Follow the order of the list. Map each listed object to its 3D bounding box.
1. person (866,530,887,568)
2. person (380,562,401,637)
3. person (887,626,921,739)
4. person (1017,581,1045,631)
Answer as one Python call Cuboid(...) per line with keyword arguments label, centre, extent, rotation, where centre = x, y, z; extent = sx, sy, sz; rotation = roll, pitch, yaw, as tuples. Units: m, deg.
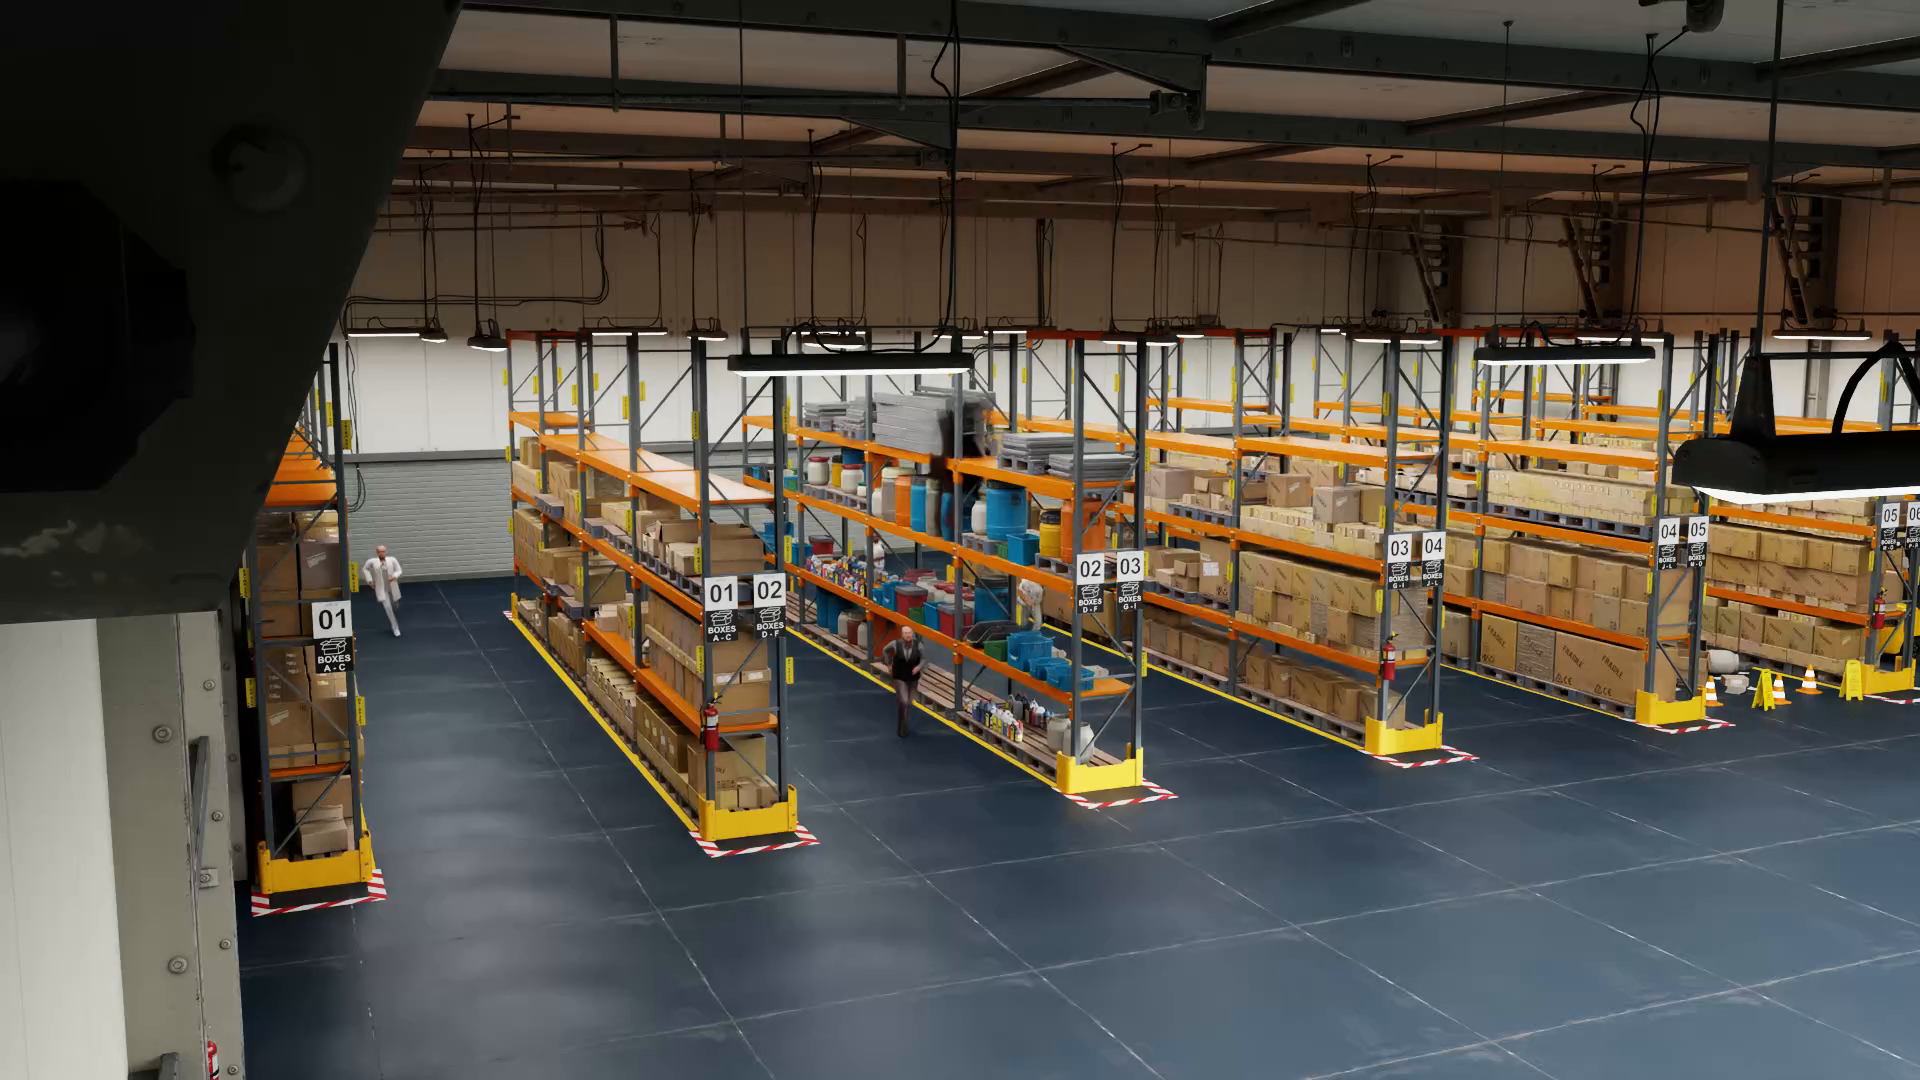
Cuboid(label="person", centre=(-1.810, 0.625, 35.873), extent=(0.547, 1.745, 0.831), rotation=(-5, 9, -33))
Cuboid(label="person", centre=(-11.379, 1.097, 32.903), extent=(0.615, 1.536, 1.049), rotation=(-4, 9, -30))
Cuboid(label="person", centre=(-0.851, 2.104, 25.016), extent=(0.516, 1.700, 0.859), rotation=(-2, 8, -15))
Cuboid(label="person", centre=(1.270, 1.288, 31.740), extent=(0.452, 1.315, 0.807), rotation=(-6, 10, -37))
